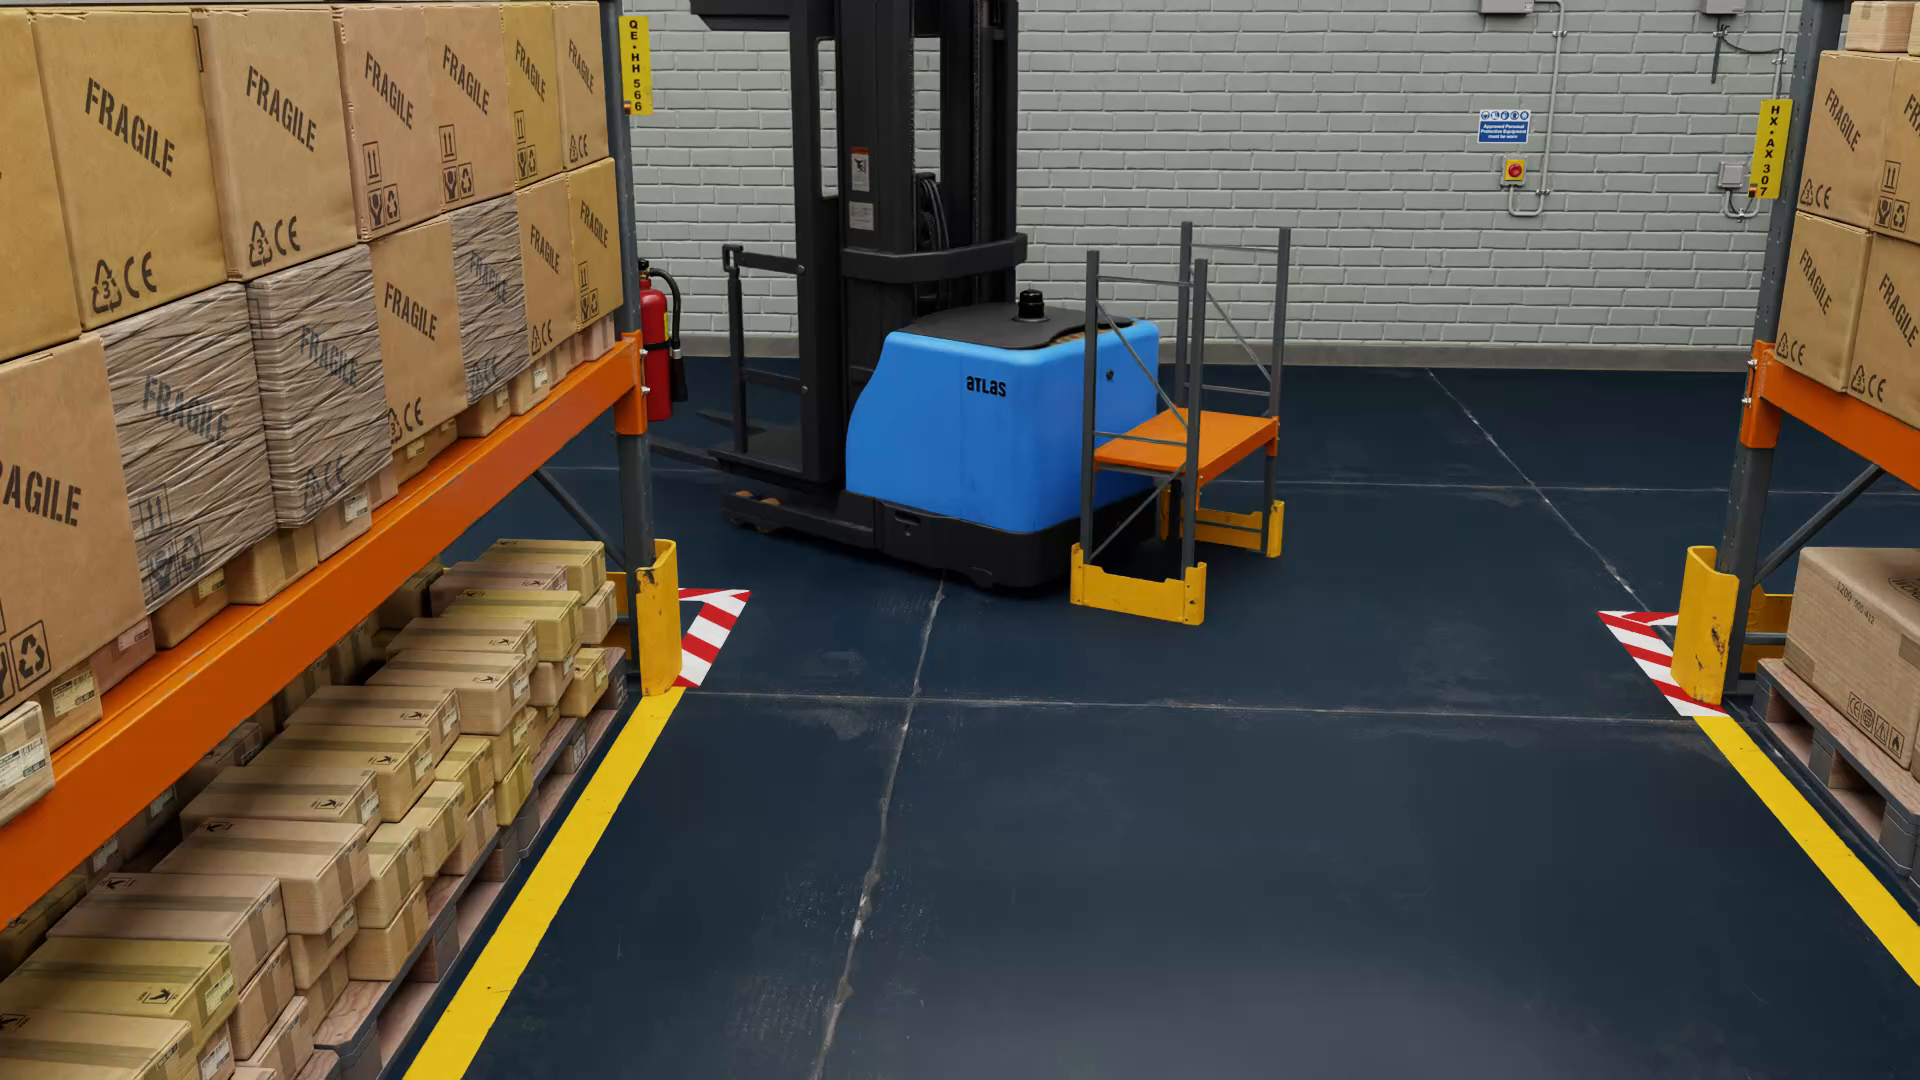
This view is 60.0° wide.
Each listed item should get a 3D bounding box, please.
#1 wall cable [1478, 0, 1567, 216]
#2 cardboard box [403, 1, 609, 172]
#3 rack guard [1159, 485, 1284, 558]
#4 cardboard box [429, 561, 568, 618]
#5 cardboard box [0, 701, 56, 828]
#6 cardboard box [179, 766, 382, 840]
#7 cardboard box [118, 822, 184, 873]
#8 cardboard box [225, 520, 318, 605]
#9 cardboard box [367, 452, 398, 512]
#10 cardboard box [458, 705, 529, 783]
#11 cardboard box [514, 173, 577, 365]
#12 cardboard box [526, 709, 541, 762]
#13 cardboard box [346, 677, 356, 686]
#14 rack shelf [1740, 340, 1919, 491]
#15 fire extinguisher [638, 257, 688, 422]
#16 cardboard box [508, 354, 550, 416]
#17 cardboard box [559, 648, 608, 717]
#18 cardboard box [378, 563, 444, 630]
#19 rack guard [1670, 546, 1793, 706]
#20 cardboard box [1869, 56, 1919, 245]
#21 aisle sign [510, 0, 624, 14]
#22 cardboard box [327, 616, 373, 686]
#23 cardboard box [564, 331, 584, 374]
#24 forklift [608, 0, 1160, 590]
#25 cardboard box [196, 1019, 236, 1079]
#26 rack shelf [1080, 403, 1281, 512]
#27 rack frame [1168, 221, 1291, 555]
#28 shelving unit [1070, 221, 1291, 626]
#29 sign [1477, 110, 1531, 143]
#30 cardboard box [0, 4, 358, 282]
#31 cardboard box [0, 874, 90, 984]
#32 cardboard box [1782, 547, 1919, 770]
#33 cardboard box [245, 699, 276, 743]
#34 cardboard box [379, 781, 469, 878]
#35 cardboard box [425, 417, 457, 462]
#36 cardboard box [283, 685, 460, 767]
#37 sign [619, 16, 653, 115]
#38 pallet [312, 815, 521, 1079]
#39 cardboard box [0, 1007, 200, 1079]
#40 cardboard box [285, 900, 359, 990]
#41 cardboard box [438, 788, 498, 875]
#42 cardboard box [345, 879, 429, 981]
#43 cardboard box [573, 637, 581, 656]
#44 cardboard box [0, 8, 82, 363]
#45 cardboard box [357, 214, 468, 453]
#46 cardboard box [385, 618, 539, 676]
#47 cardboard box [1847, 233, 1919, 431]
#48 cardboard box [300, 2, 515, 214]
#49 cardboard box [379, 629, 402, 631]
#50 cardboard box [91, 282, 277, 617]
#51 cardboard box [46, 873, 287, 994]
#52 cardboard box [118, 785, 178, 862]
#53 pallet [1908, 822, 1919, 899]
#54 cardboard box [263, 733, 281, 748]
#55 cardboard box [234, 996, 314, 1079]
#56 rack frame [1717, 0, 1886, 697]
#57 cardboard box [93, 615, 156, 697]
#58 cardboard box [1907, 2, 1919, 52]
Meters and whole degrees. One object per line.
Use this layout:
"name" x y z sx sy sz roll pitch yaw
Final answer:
"wall cable" 3.669 -3.105 10.901 0.585 1.953 0.123 1 18 4
"cardboard box" -1.441 -1.451 5.291 0.500 0.500 0.500 1 18 3
"rack guard" 1.220 -0.090 7.796 0.587 0.250 0.087 10 21 27
"cardboard box" -1.517 0.184 5.491 0.380 0.149 0.250 2 18 5
"cardboard box" -1.597 0.346 2.453 0.380 0.149 0.250 2 18 6
"cardboard box" -1.631 0.668 4.014 0.380 0.149 0.250 1 18 2
"cardboard box" -2.075 0.810 4.059 0.380 0.149 0.250 0 18 1
"cardboard box" -1.577 0.019 3.451 0.380 0.149 0.250 2 18 5
"cardboard box" -1.578 -0.148 3.962 0.380 0.149 0.250 2 18 6
"cardboard box" -1.470 0.572 4.787 0.380 0.149 0.250 2 18 5
"cardboard box" -1.474 -0.819 4.966 0.500 0.500 0.500 1 18 3
"cardboard box" -1.513 0.628 5.094 0.380 0.149 0.250 1 18 4
"cardboard box" -2.082 0.475 5.082 0.380 0.149 0.250 2 18 6
"rack shelf" 3.144 0.107 3.934 1.077 0.370 4.000 1 18 4
"fire extinguisher" -1.178 -0.789 6.236 0.296 0.674 0.183 1 18 4
"cardboard box" -1.451 -0.474 4.954 0.380 0.149 0.250 2 18 5
"cardboard box" -1.404 0.471 5.574 0.380 0.149 0.250 2 18 6
"cardboard box" -1.933 0.181 5.502 0.380 0.149 0.250 2 18 5
"rack guard" 3.290 0.325 6.129 1.175 0.500 0.348 1 18 4
"cardboard box" 2.939 -1.075 4.620 0.500 0.500 0.500 1 18 2
"aisle sign" -1.352 -2.186 5.603 0.394 0.787 0.004 1 18 4
"cardboard box" -2.014 0.335 5.031 0.380 0.149 0.250 0 18 1
"cardboard box" -1.453 -0.632 5.437 0.380 0.149 0.250 1 18 4
"forklift" -0.537 -1.539 7.912 3.031 2.935 1.130 15 23 38
"cardboard box" -1.688 1.059 3.301 0.380 0.149 0.250 1 18 4
"rack shelf" 0.976 -0.374 7.235 0.538 0.185 1.000 10 21 27
"rack frame" 1.221 -0.684 7.602 0.500 1.500 0.032 10 21 27
"shelving unit" 0.981 -0.548 7.186 0.587 1.500 1.083 10 21 27
"sign" 3.625 -2.756 11.083 0.327 0.218 0.001 1 18 4
"cardboard box" -1.579 -0.808 3.329 0.500 0.500 0.500 2 18 5
"cardboard box" -2.092 0.827 3.530 0.380 0.149 0.250 2 18 6
"cardboard box" 3.340 0.369 5.419 0.875 0.438 0.875 1 18 2
"cardboard box" -2.108 0.502 4.522 0.380 0.149 0.250 2 18 5
"cardboard box" -1.499 0.737 4.282 0.380 0.149 0.250 1 18 4
"cardboard box" -1.578 -0.310 4.455 0.380 0.149 0.250 1 18 2
"cardboard box" -1.584 0.511 4.496 0.380 0.149 0.250 1 18 2
"sign" -1.105 -1.617 5.673 0.100 0.325 0.005 1 18 4
"pallet" -1.846 1.043 4.400 1.003 0.211 1.213 1 18 4
"cardboard box" -1.633 0.993 3.023 0.380 0.149 0.250 2 18 7
"cardboard box" -1.623 0.890 3.816 0.380 0.149 0.250 2 18 6
"cardboard box" -1.509 0.793 4.590 0.380 0.149 0.250 2 18 5
"cardboard box" -1.544 0.953 4.102 0.380 0.149 0.250 1 18 2
"cardboard box" -1.482 0.329 5.527 0.380 0.149 0.250 1 18 3
"cardboard box" -1.668 -0.491 2.361 0.500 0.500 0.500 2 18 5
"cardboard box" -1.547 -0.506 4.013 0.500 0.500 0.500 2 18 7
"cardboard box" -1.491 0.347 4.996 0.380 0.149 0.250 1 18 2
"cardboard box" 2.959 -0.603 4.785 0.500 0.500 0.500 1 18 3
"cardboard box" -1.506 -1.132 4.317 0.500 0.500 0.500 2 18 7
"cardboard box" -2.026 0.320 5.556 0.380 0.149 0.250 1 18 4
"cardboard box" -1.628 -0.183 3.027 0.500 0.500 0.500 1 18 4
"cardboard box" -1.668 0.832 3.515 0.380 0.149 0.250 1 18 2
"cardboard box" -2.157 0.657 4.050 0.380 0.149 0.250 1 18 2
"pallet" 3.218 1.097 4.235 1.003 0.211 1.213 1 18 4
"cardboard box" -1.985 0.645 4.565 0.380 0.149 0.250 2 18 7
"cardboard box" -1.643 1.116 3.605 0.380 0.149 0.250 1 18 3
"rack frame" 3.288 -0.856 5.717 1.000 3.000 0.127 1 18 4
"cardboard box" -1.686 0.180 2.959 0.380 0.149 0.250 0 18 1
"cardboard box" 3.038 -1.500 4.874 0.380 0.149 0.250 2 18 5
